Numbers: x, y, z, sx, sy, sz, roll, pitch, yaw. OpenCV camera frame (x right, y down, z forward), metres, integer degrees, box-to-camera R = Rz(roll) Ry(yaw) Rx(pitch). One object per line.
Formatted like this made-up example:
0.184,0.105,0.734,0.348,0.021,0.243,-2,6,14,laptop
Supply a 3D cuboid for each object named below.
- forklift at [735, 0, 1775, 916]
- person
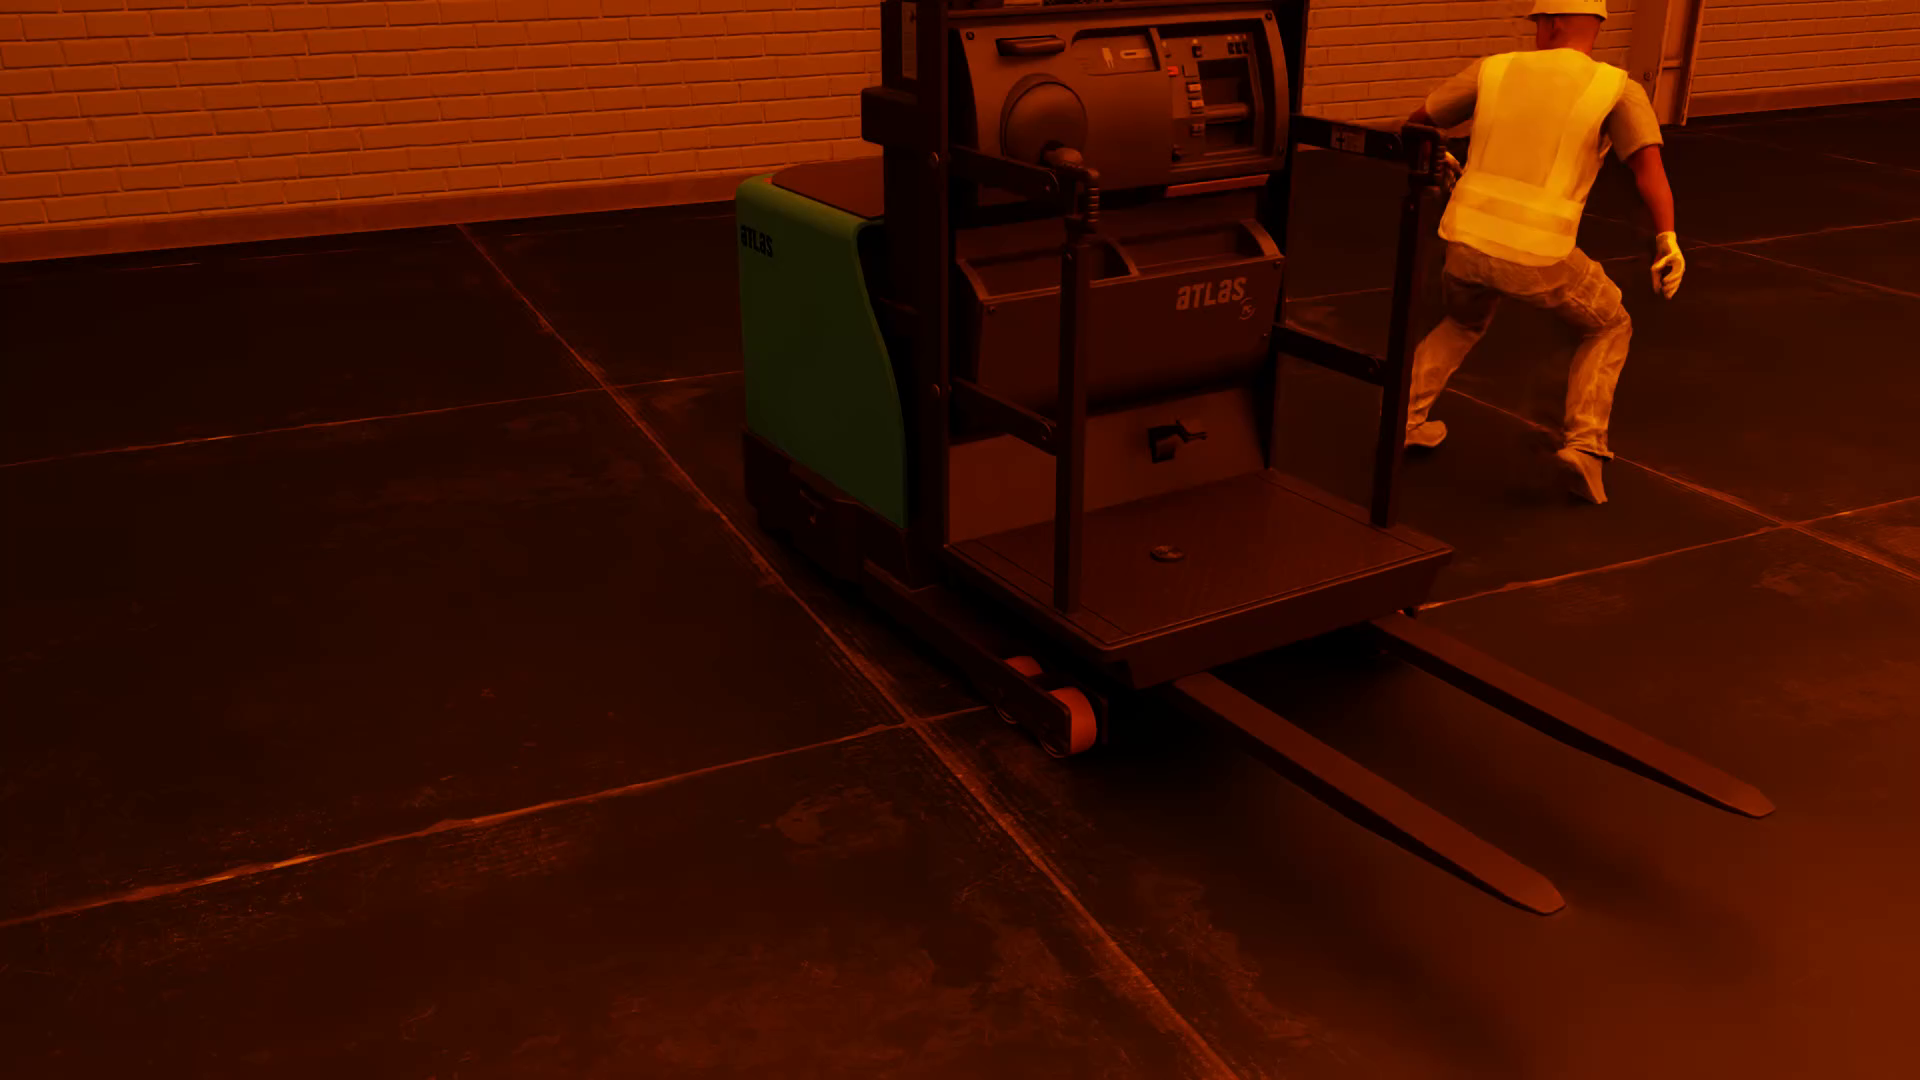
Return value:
0.524,-1.048,3.810,1.130,2.935,3.031,-13,26,-29,forklift
1.882,-0.937,5.387,1.068,1.692,0.552,20,30,40,person
